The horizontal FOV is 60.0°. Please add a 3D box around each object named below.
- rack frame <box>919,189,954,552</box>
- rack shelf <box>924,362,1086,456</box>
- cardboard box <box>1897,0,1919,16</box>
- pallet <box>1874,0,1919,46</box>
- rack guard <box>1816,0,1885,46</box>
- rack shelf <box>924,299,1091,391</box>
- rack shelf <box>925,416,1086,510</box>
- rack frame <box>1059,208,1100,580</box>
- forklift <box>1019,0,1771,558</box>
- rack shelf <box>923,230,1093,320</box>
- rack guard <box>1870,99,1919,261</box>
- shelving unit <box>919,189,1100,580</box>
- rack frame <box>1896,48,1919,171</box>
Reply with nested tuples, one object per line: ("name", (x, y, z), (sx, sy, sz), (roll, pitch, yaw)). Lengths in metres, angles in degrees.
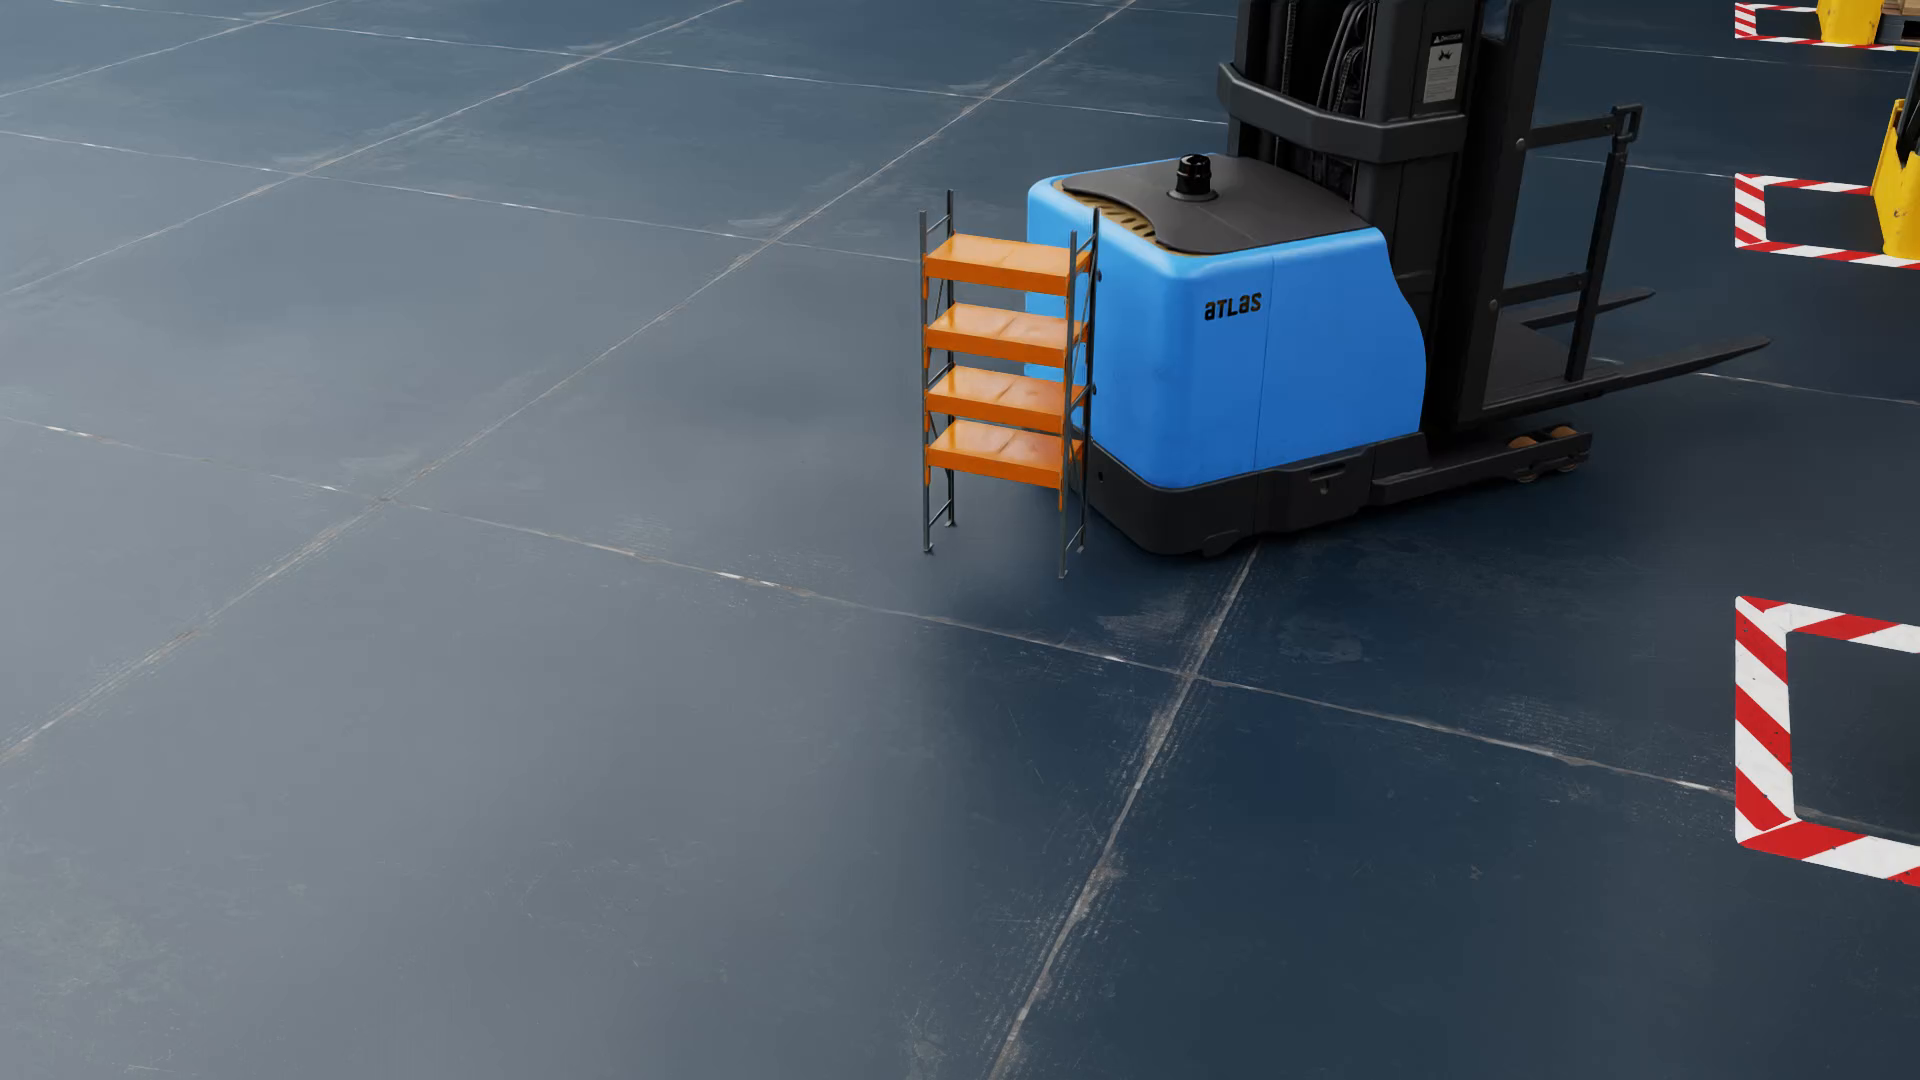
("rack frame", (-0.073, -0.537, 5.480), (0.015, 1.200, 0.240), (11, 31, 19))
("rack shelf", (0.153, -0.433, 5.434), (0.480, 0.148, 0.258), (11, 31, 19))
("cardboard box", (7.150, -3.981, 12.112), (0.500, 0.250, 0.500), (11, 31, 19))
("pallet", (7.461, -3.859, 12.363), (1.213, 0.211, 1.003), (11, 31, 19))
("rack guard", (6.715, -4.112, 12.516), (0.348, 0.500, 1.175), (11, 31, 19))
("rack shelf", (0.153, -0.628, 5.324), (0.480, 0.148, 0.258), (11, 31, 19))
("rack shelf", (0.153, -0.260, 5.531), (0.480, 0.148, 0.258), (11, 31, 19))
("rack frame", (0.380, -0.447, 5.321), (0.015, 1.200, 0.240), (11, 31, 19))
("forklift", (1.776, -1.706, 5.789), (3.031, 2.935, 1.130), (-14, 32, -23))
("rack shelf", (0.153, -0.834, 5.207), (0.480, 0.148, 0.258), (11, 31, 19))
("rack guard", (4.959, -1.857, 8.527), (0.348, 0.500, 1.175), (11, 31, 19))
("shelving unit", (0.153, -0.492, 5.401), (0.503, 1.200, 0.258), (11, 31, 19))
("rack frame", (4.871, -2.938, 7.899), (0.127, 3.000, 1.000), (11, 31, 19))
